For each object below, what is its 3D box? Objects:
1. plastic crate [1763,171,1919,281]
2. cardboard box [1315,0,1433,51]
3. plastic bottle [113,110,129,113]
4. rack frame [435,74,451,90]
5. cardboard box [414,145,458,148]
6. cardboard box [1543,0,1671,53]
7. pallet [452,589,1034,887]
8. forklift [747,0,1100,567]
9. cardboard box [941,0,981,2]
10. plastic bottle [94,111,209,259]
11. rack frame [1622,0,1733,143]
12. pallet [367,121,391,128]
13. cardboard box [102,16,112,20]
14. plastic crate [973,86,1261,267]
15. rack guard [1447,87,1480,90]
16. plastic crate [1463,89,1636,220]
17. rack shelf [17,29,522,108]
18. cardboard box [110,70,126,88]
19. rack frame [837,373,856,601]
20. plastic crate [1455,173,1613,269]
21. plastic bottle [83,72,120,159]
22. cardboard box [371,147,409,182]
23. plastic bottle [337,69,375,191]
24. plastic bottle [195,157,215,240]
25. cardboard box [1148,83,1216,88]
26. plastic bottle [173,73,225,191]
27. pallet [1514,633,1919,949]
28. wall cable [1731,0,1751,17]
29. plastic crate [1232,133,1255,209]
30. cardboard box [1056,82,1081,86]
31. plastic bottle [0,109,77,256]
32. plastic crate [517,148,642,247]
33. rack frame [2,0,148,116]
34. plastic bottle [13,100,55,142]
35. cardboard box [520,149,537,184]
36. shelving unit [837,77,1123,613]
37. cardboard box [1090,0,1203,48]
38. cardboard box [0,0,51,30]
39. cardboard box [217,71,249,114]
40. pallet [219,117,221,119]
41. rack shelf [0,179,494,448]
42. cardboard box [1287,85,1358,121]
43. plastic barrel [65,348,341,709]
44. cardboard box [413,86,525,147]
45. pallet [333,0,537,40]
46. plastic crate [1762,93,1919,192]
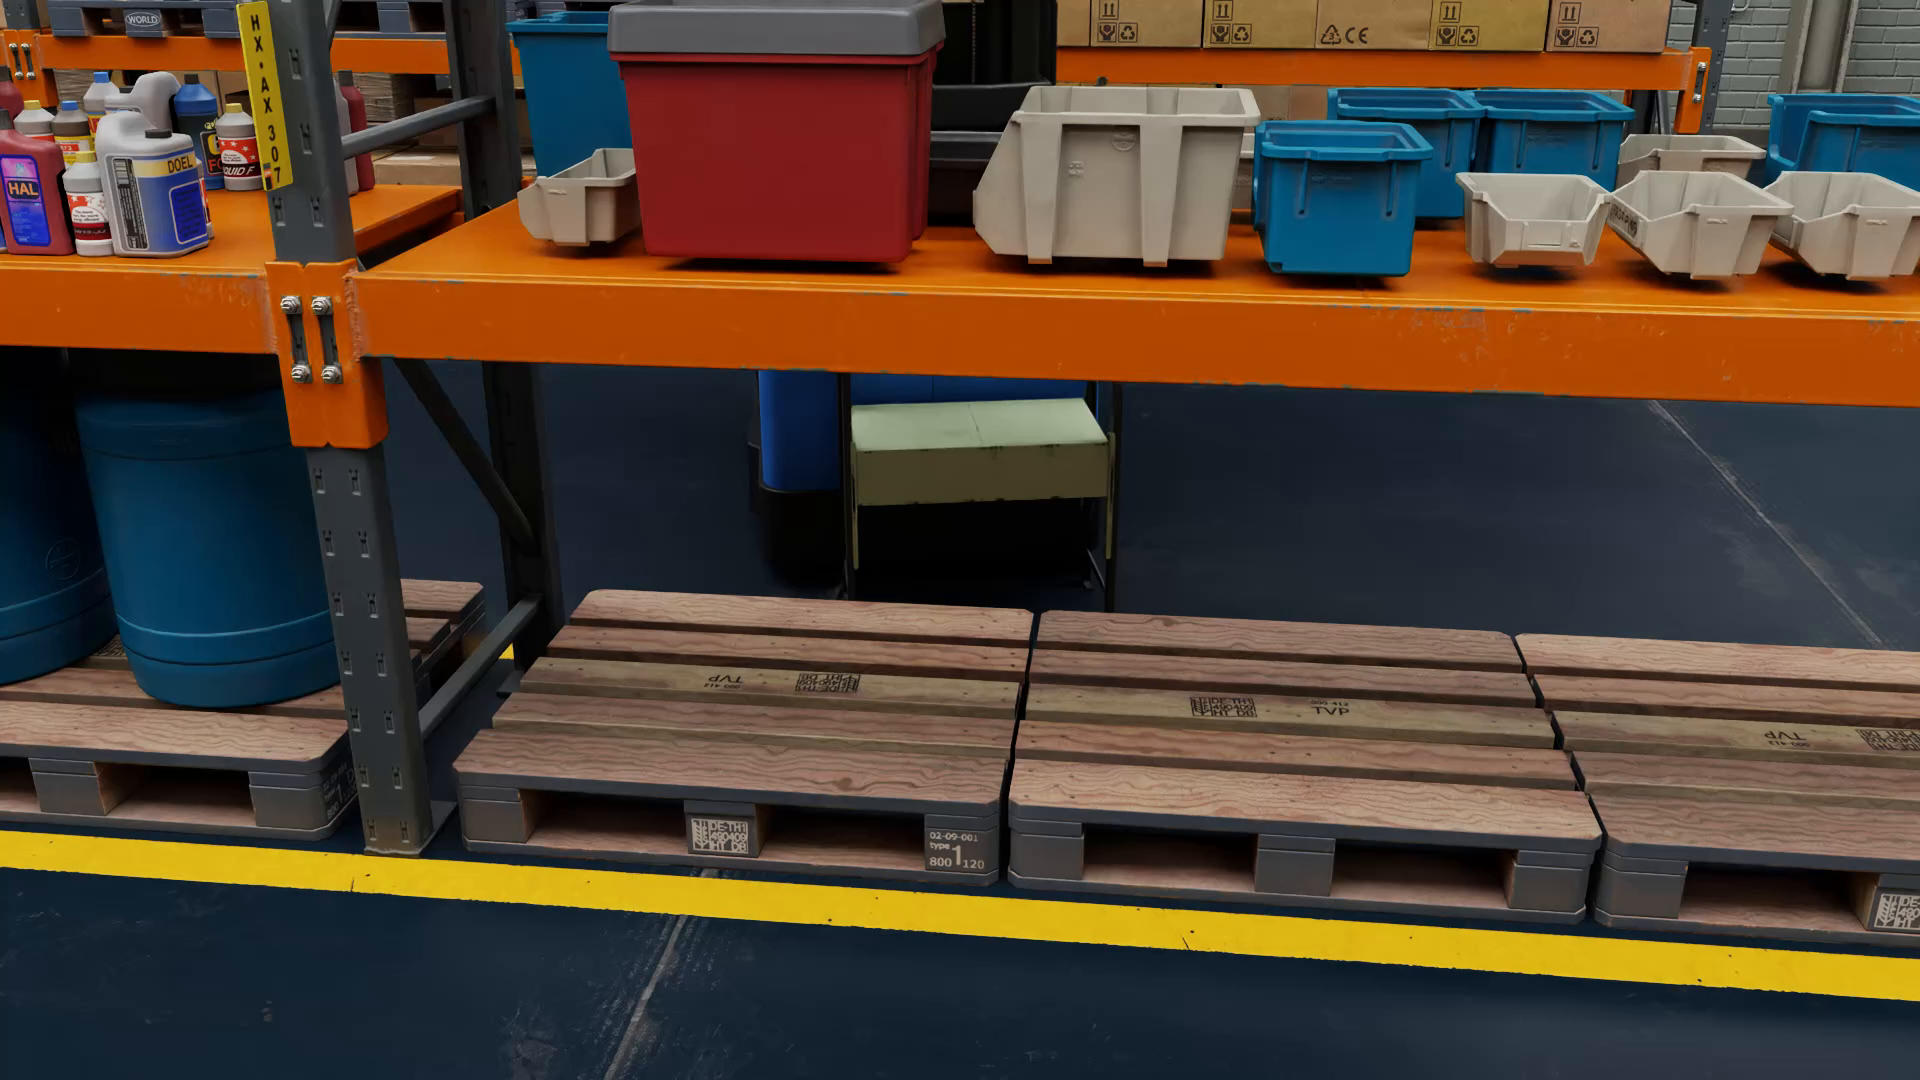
[{"bbox_3d":[1.661,-0.596,3.144,0.243,0.136,0.396,2,22,6],"label":"plastic crate"},{"bbox_3d":[1.878,-2.523,7.606,0.500,0.500,0.500,3,22,7],"label":"cardboard box"},{"bbox_3d":[-1.968,-0.913,3.939,0.097,0.201,0.097,0,22,0],"label":"plastic bottle"},{"bbox_3d":[-4.000,-4.667,13.164,0.127,3.000,1.000,2,22,6],"label":"rack frame"},{"bbox_3d":[-2.587,-1.903,8.974,0.500,0.500,0.500,2,22,4],"label":"cardboard box"},{"bbox_3d":[2.888,-2.478,7.493,0.500,0.500,0.500,3,22,8],"label":"cardboard box"},{"bbox_3d":[-0.459,0.438,4.046,1.213,0.211,1.003,2,22,6],"label":"pallet"},{"bbox_3d":[-0.237,-1.785,5.967,1.130,2.935,3.031,-2,22,-6],"label":"forklift"},{"bbox_3d":[-0.133,-2.610,7.826,0.500,0.500,0.500,3,22,8],"label":"cardboard box"},{"bbox_3d":[-1.623,-0.718,3.345,0.135,0.276,0.152,2,22,6],"label":"plastic bottle"},{"bbox_3d":[3.365,-2.512,7.714,0.127,3.000,1.000,2,22,6],"label":"rack frame"},{"bbox_3d":[-4.776,-3.404,13.764,1.213,0.211,1.003,2,22,6],"label":"pallet"},{"bbox_3d":[-6.802,-4.187,13.733,0.500,0.250,0.500,2,22,5],"label":"cardboard box"},{"bbox_3d":[0.301,-0.716,3.251,0.530,0.282,0.437,2,22,6],"label":"plastic crate"},{"bbox_3d":[3.968,-3.157,12.746,0.348,0.500,1.175,2,22,6],"label":"rack guard"},{"bbox_3d":[1.264,-0.842,3.635,0.300,0.233,0.416,2,22,6],"label":"plastic crate"},{"bbox_3d":[-2.593,-2.437,8.503,4.000,0.370,1.077,2,22,6],"label":"rack shelf"},{"bbox_3d":[-6.720,-3.852,13.906,0.500,0.500,0.700,2,22,5],"label":"cardboard box"},{"bbox_3d":[-0.321,-0.468,4.573,0.023,1.500,0.400,-2,23,-6],"label":"rack frame"},{"bbox_3d":[1.085,-0.605,3.168,0.250,0.136,0.298,2,22,6],"label":"plastic crate"},{"bbox_3d":[-2.084,-1.007,4.082,0.097,0.271,0.097,0,22,0],"label":"plastic bottle"},{"bbox_3d":[-3.143,-1.732,8.543,0.500,0.500,0.500,2,22,6],"label":"cardboard box"},{"bbox_3d":[-1.508,-0.994,4.033,0.133,0.283,0.061,2,22,6],"label":"plastic bottle"},{"bbox_3d":[-1.627,-0.730,3.476,0.097,0.201,0.097,0,22,0],"label":"plastic bottle"},{"bbox_3d":[1.711,-3.411,12.816,0.500,0.500,0.700,3,22,8],"label":"cardboard box"},{"bbox_3d":[-1.854,-0.997,4.056,0.097,0.271,0.097,0,22,0],"label":"plastic bottle"},{"bbox_3d":[1.964,0.543,3.779,1.213,0.211,1.003,2,22,6],"label":"pallet"},{"bbox_3d":[5.327,-5.083,12.836,1.851,1.984,0.084,2,22,6],"label":"wall cable"},{"bbox_3d":[0.571,-0.816,3.702,0.466,0.136,0.293,2,22,6],"label":"plastic crate"},{"bbox_3d":[0.703,-3.457,12.933,0.500,0.500,0.700,3,22,7],"label":"cardboard box"},{"bbox_3d":[-1.858,-0.715,3.327,0.133,0.283,0.061,2,22,6],"label":"plastic bottle"},{"bbox_3d":[-0.749,-0.710,3.432,0.243,0.136,0.396,2,22,6],"label":"plastic crate"},{"bbox_3d":[-4.579,-2.858,8.589,0.127,3.000,1.000,2,22,6],"label":"rack frame"},{"bbox_3d":[-2.277,-0.983,4.116,0.097,0.201,0.097,0,22,0],"label":"plastic bottle"},{"bbox_3d":[-2.119,-1.690,8.437,0.500,0.500,0.500,3,22,7],"label":"cardboard box"},{"bbox_3d":[0.043,-0.483,4.611,0.755,1.500,0.431,-2,23,-6],"label":"shelving unit"},{"bbox_3d":[0.872,-2.567,7.716,0.500,0.500,0.500,2,22,6],"label":"cardboard box"},{"bbox_3d":[-4.935,-2.848,8.686,0.500,0.311,0.500,4,22,10],"label":"cardboard box"},{"bbox_3d":[-5.716,-3.797,13.766,0.500,0.500,0.700,2,22,6],"label":"cardboard box"},{"bbox_3d":[-5.984,-3.458,13.900,1.213,0.211,1.003,2,22,6],"label":"pallet"},{"bbox_3d":[-3.180,-0.629,3.929,4.000,0.370,1.077,2,22,6],"label":"rack shelf"},{"bbox_3d":[2.740,-3.369,12.710,0.500,0.500,0.700,2,22,6],"label":"cardboard box"},{"bbox_3d":[-1.732,-0.126,3.961,0.708,0.901,0.600,2,22,6],"label":"plastic barrel"},{"bbox_3d":[-2.550,-2.251,8.834,0.500,0.250,0.500,2,22,5],"label":"cardboard box"},{"bbox_3d":[-2.648,-2.686,8.416,1.213,0.211,1.003,2,22,6],"label":"pallet"},{"bbox_3d":[1.918,-0.813,3.563,0.300,0.233,0.416,2,22,6],"label":"plastic crate"}]
